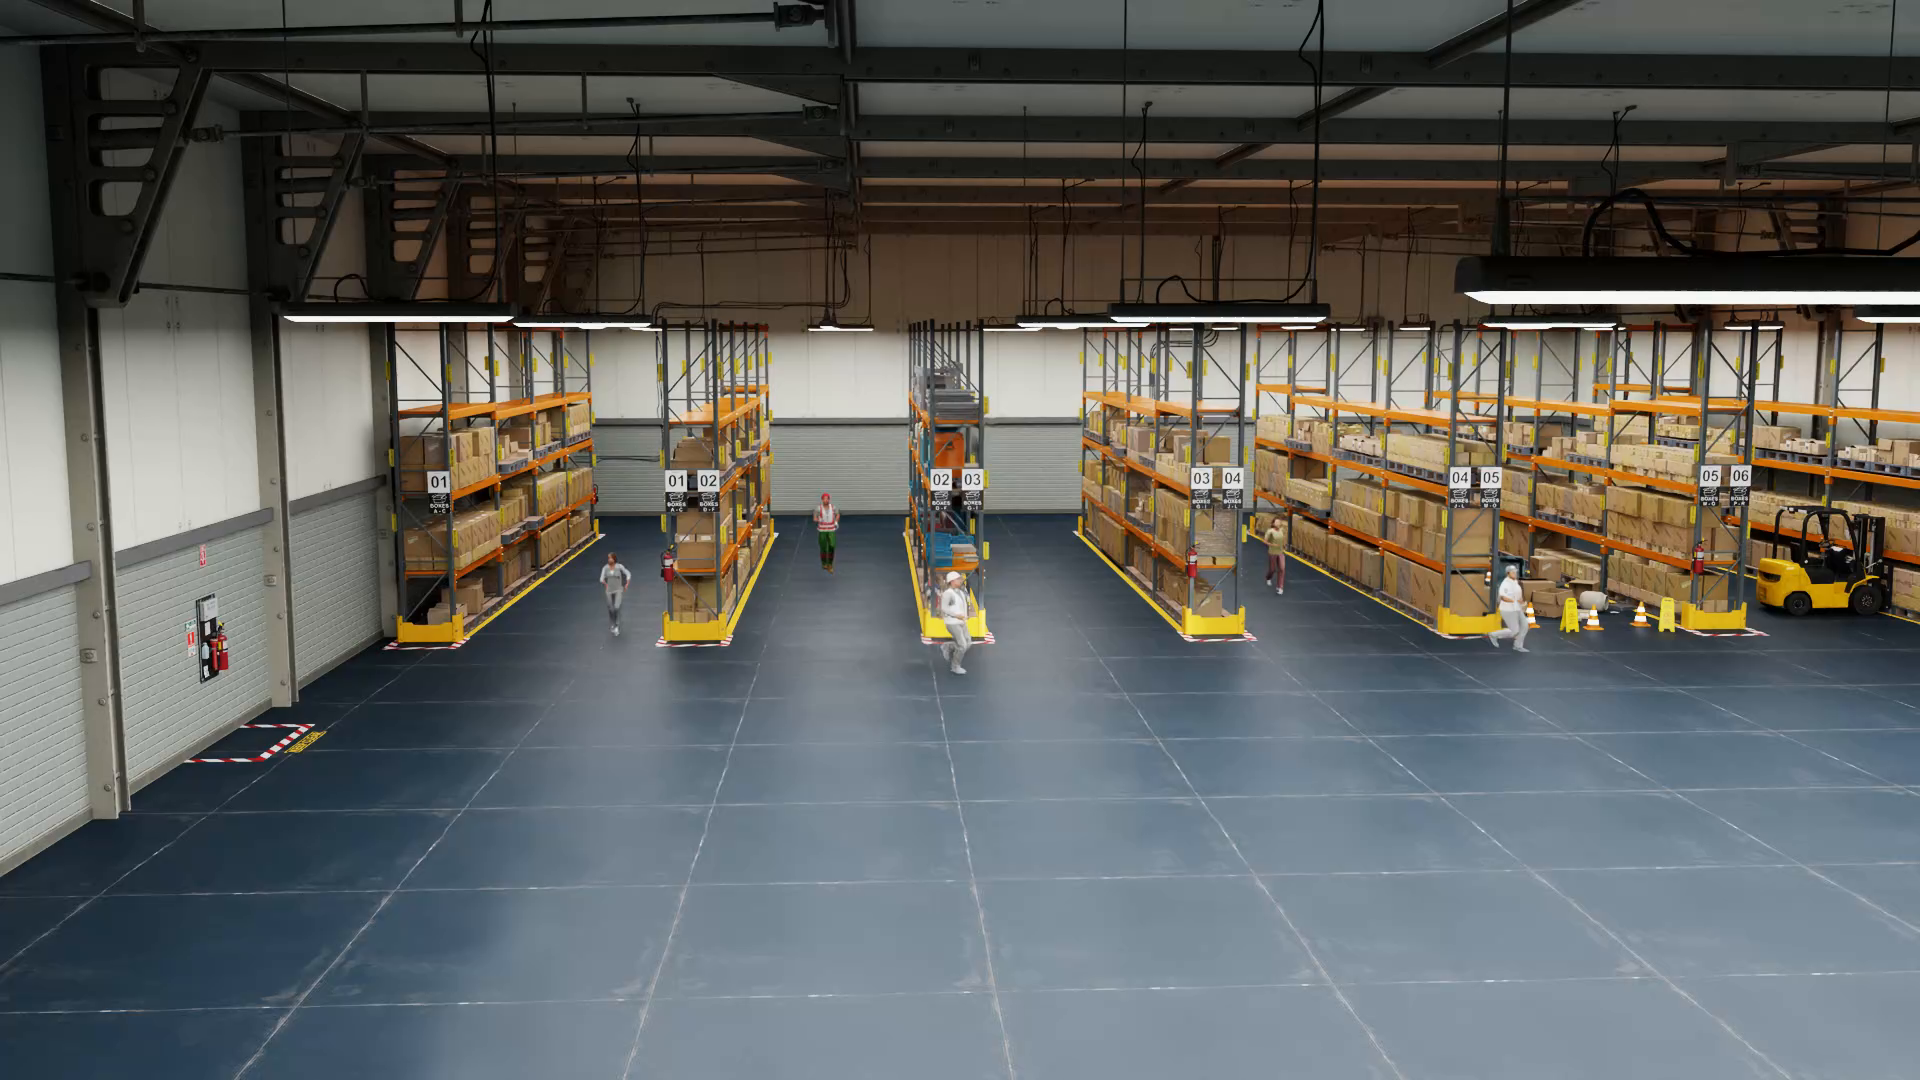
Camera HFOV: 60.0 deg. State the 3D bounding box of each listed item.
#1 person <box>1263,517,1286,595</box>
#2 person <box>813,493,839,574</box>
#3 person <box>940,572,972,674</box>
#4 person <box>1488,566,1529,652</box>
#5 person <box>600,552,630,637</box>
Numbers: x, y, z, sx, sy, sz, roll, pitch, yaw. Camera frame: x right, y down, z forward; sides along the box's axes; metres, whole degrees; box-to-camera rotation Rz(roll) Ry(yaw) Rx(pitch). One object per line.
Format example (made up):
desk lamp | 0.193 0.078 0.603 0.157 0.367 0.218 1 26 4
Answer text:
person | 7.029 0.335 37.105 0.608 1.708 0.923 -2 7 -14
person | -3.055 -0.153 38.293 0.631 1.856 0.672 -1 7 -10
person | -0.103 1.394 28.250 0.583 1.734 0.701 3 8 23
person | 9.912 1.249 30.034 0.668 1.606 0.633 5 9 35
person | -6.590 1.031 31.762 0.528 1.595 0.670 0 7 0
